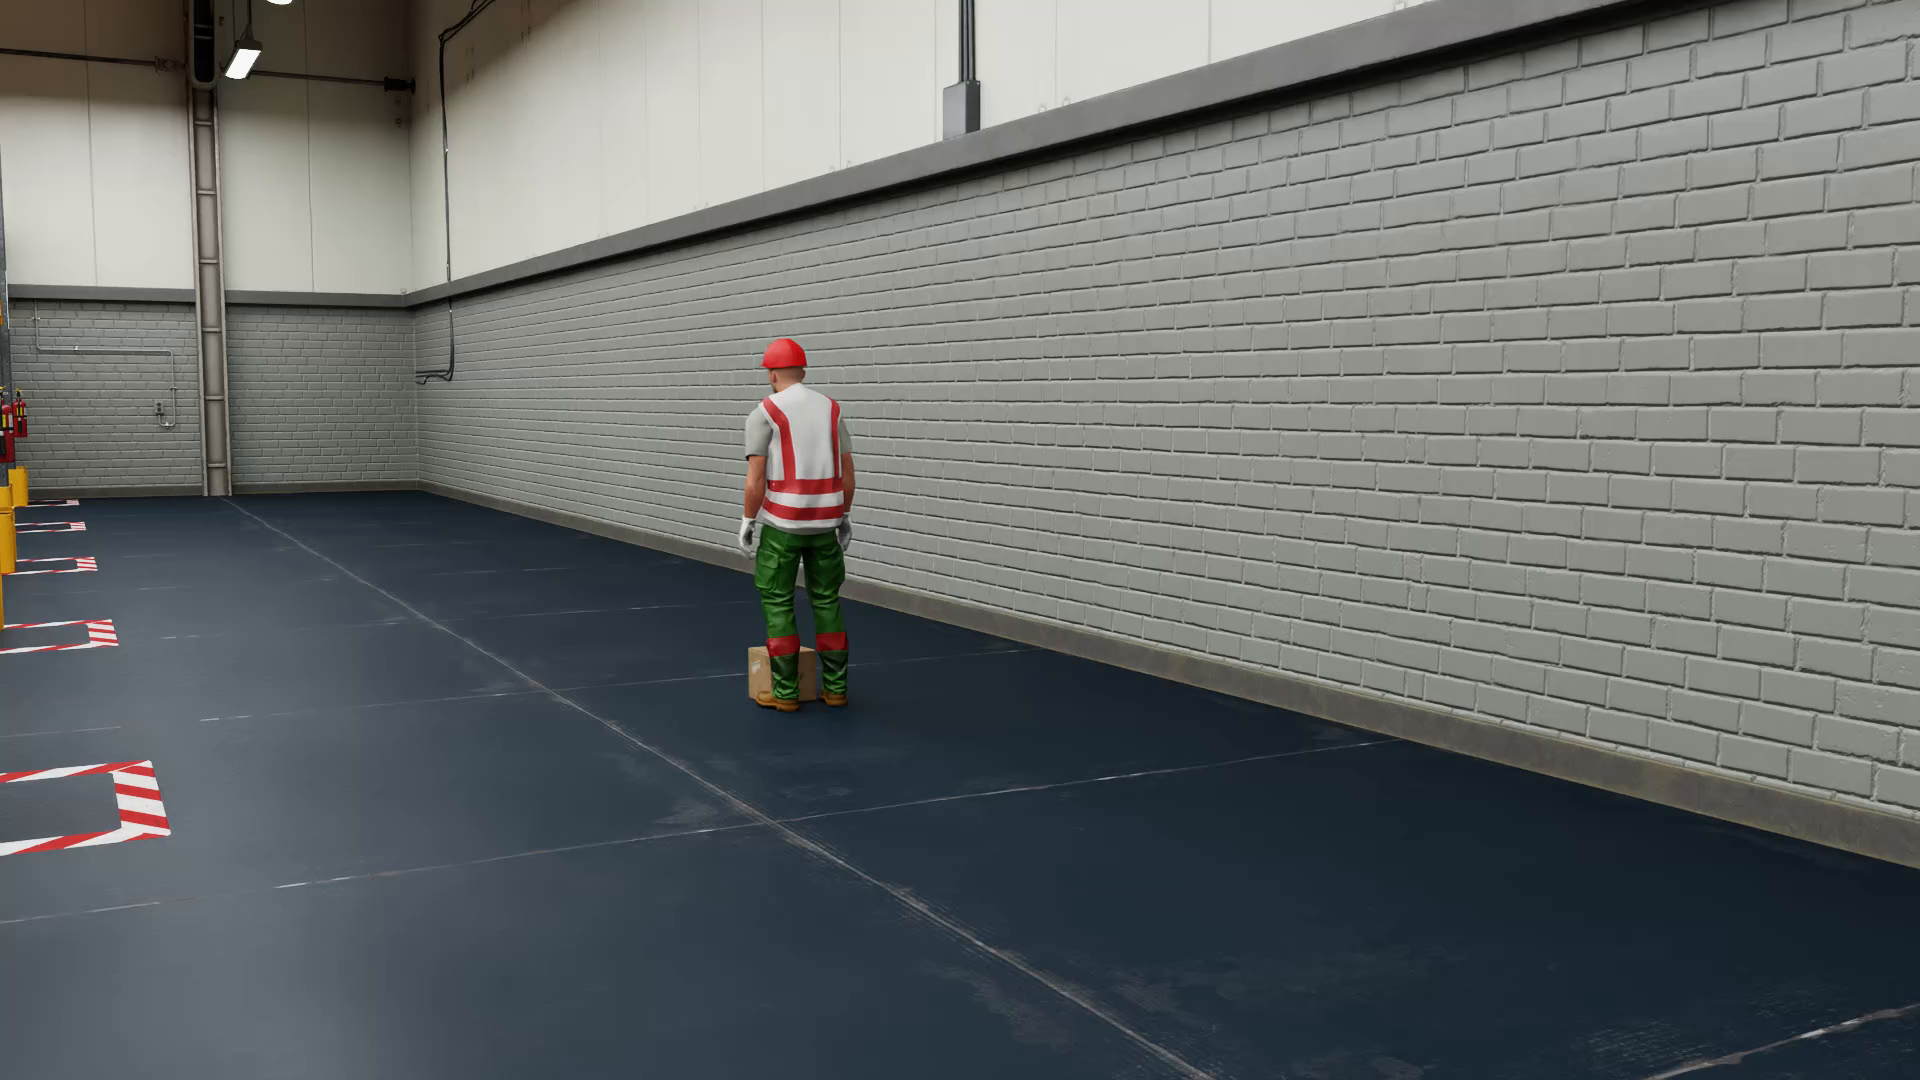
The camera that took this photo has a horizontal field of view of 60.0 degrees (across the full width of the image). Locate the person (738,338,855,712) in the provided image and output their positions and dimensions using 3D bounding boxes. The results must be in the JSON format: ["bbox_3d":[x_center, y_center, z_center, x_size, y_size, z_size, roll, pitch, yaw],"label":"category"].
[{"bbox_3d":[-0.784,-0.077,7.999,0.613,1.778,0.452,-3,6,-32],"label":"person"}]
